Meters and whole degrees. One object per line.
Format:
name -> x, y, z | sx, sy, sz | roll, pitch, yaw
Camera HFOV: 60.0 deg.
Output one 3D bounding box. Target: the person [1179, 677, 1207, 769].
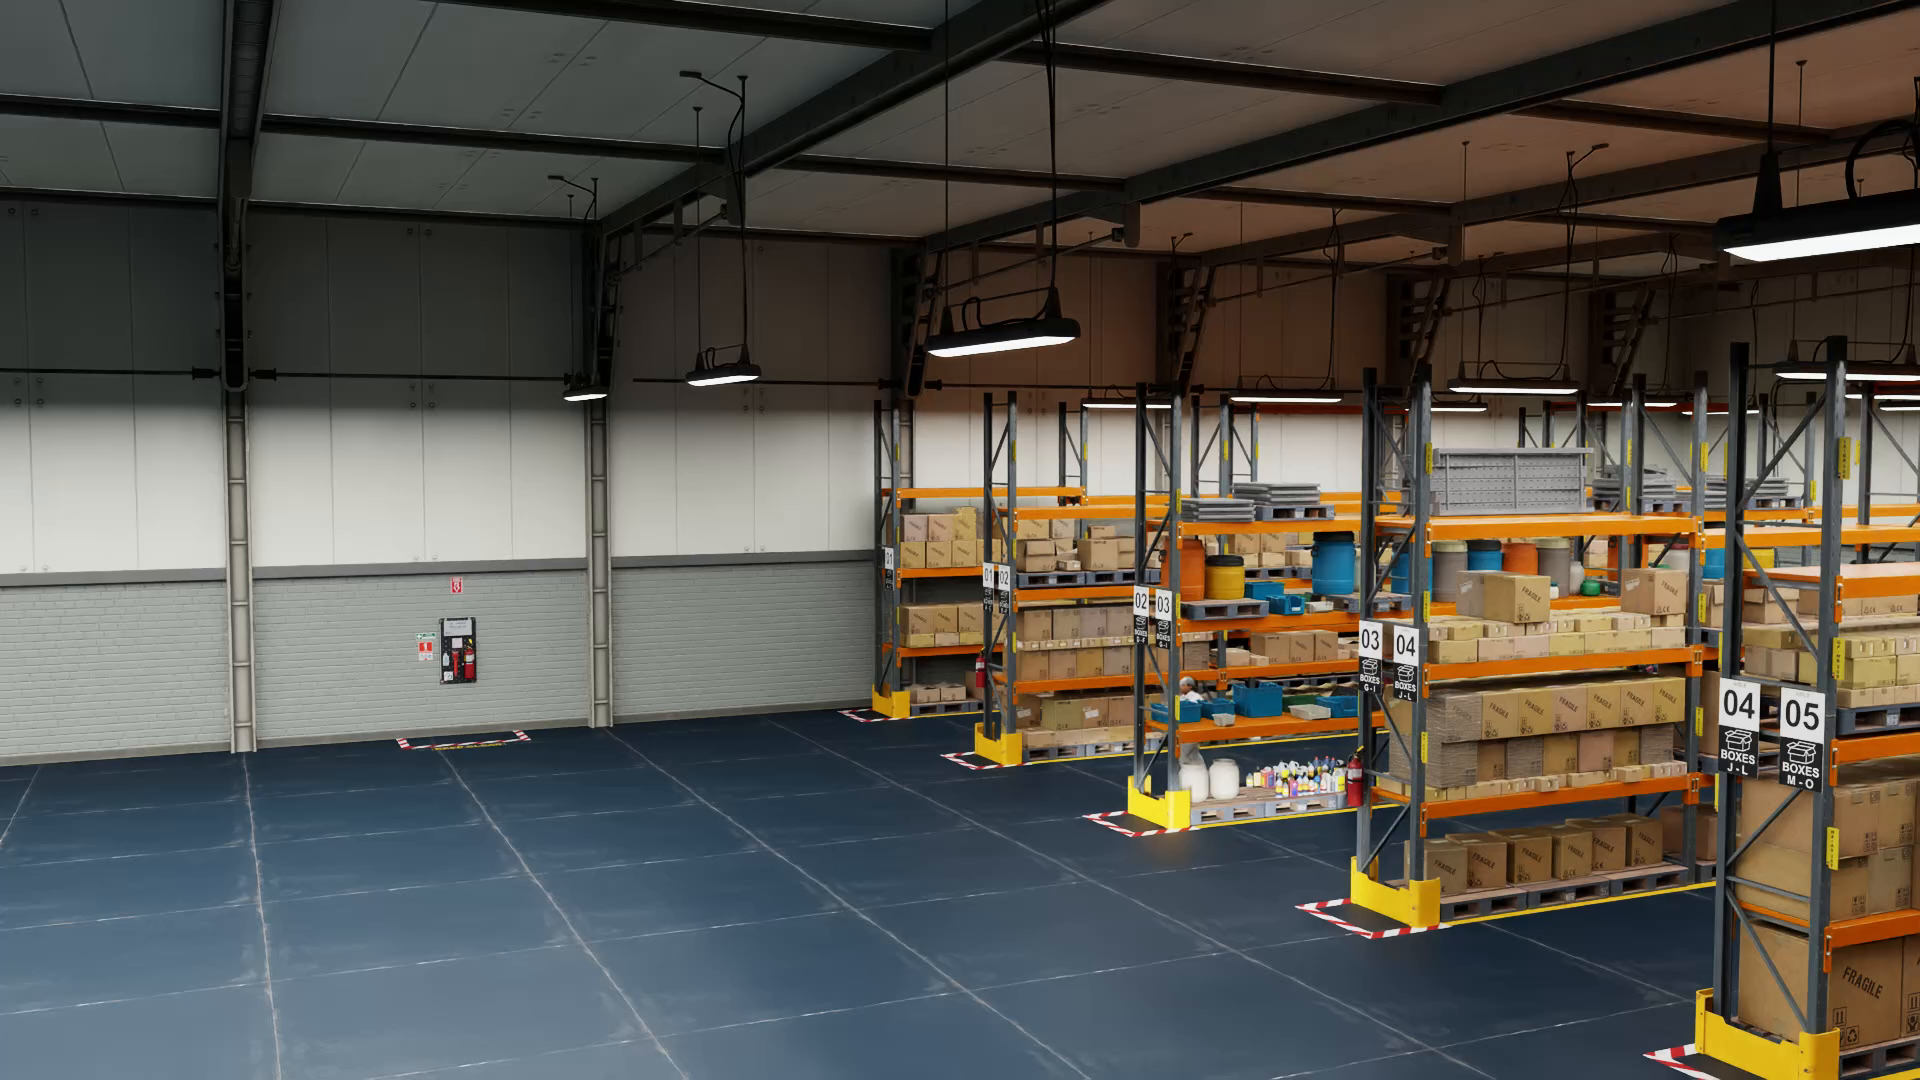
person -> 3.400, 2.892, 24.860 | 0.797, 1.694, 0.611 | -1, 3, -11
